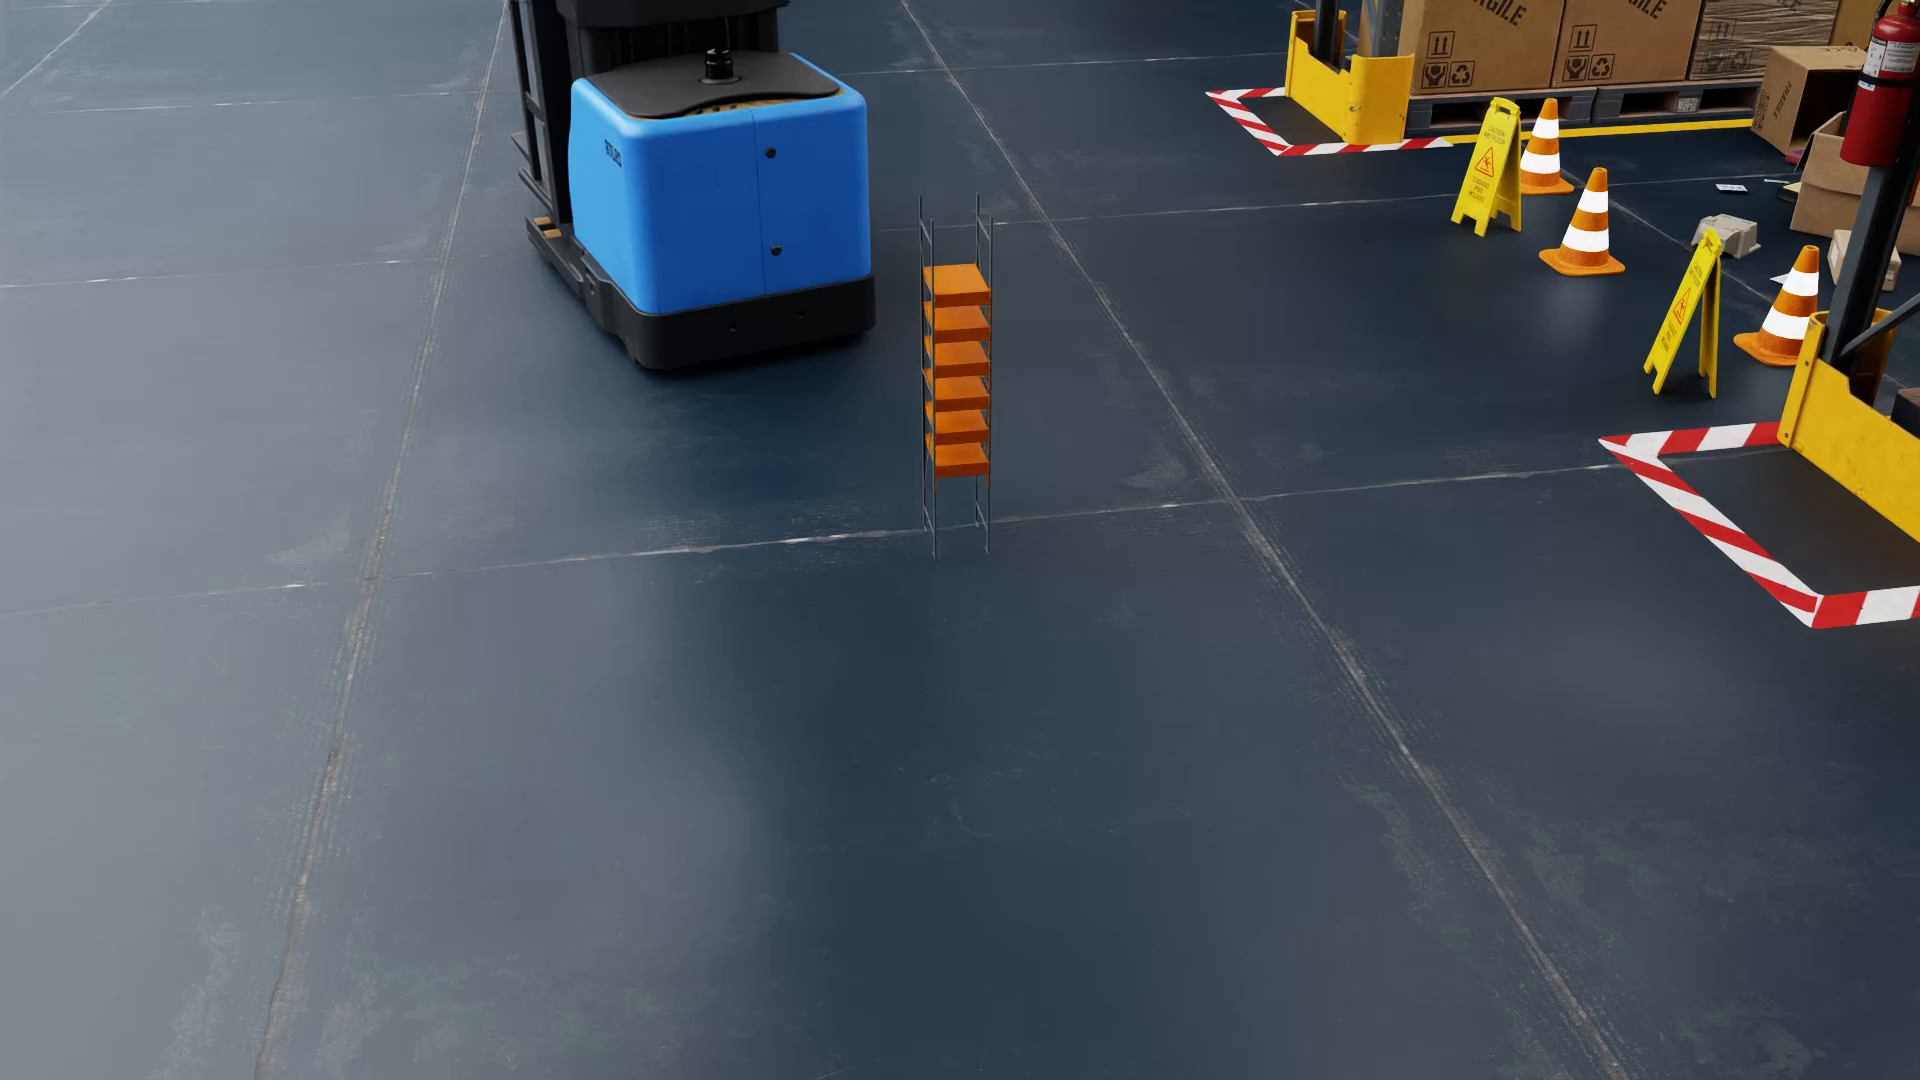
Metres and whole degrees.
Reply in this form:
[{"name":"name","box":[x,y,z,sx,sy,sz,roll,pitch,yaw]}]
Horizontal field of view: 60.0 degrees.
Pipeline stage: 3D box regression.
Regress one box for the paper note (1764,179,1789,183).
[{"name":"paper note","box":[4.453,-1.955,9.065,0.123,0.001,0.032,10,32,17]}]

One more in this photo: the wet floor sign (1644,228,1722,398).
[{"name":"wet floor sign","box":[2.962,-0.926,6.688,0.232,0.644,0.267,5,31,8]}]

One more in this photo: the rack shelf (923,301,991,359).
[{"name":"rack shelf","box":[-0.014,-0.684,5.344,0.180,0.103,0.258,-5,31,-9]}]

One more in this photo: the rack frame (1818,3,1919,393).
[{"name":"rack frame","box":[3.341,-1.424,5.213,0.127,3.000,1.000,-5,31,-9]}]

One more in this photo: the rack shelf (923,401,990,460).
[{"name":"rack shelf","box":[-0.014,-0.374,5.527,0.180,0.103,0.258,-5,31,-9]}]

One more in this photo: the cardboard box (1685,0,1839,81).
[{"name":"cardboard box","box":[4.768,-3.407,10.266,0.875,0.875,0.875,-5,31,-9]}]

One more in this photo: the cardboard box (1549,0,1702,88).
[{"name":"cardboard box","box":[3.871,-3.325,10.127,0.875,0.875,0.875,-6,31,-10]}]

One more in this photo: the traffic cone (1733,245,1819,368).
[{"name":"traffic cone","box":[3.532,-1.013,7.017,0.334,0.463,0.336,-5,31,-9]}]

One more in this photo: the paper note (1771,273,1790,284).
[{"name":"paper note","box":[3.913,-1.223,7.800,0.142,0.019,0.148,-17,34,-26]}]

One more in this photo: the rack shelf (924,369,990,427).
[{"name":"rack shelf","box":[-0.014,-0.478,5.466,0.180,0.103,0.258,-5,31,-9]}]

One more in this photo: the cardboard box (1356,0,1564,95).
[{"name":"cardboard box","box":[3.005,-3.243,9.988,0.875,0.875,0.875,-5,31,-9]}]

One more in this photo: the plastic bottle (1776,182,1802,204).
[{"name":"plastic bottle","box":[4.490,-1.856,8.846,0.283,0.061,0.133,-17,34,-26]}]

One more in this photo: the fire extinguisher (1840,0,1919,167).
[{"name":"fire extinguisher","box":[3.146,-1.610,5.606,0.183,0.674,0.296,-5,31,-9]}]

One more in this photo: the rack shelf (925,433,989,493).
[{"name":"rack shelf","box":[-0.014,-0.271,5.588,0.180,0.103,0.258,-5,31,-9]}]

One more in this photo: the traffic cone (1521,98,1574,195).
[{"name":"traffic cone","box":[3.128,-2.130,8.916,0.334,0.463,0.336,-5,31,-9]}]

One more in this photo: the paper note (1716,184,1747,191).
[{"name":"paper note","box":[4.158,-1.896,8.945,0.142,0.017,0.144,5,31,8]}]

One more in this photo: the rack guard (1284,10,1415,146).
[{"name":"rack guard","box":[2.327,-2.804,10.025,0.348,0.500,1.175,-5,31,-9]}]

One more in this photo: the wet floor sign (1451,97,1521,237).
[{"name":"wet floor sign","box":[2.678,-1.879,8.308,0.232,0.644,0.267,-11,32,-17]}]

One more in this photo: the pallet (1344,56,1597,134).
[{"name":"pallet","box":[3.123,-2.793,10.292,1.213,0.211,1.003,-5,31,-9]}]

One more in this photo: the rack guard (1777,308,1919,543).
[{"name":"rack guard","box":[3.416,-0.354,5.859,0.348,0.500,1.175,-5,31,-9]}]

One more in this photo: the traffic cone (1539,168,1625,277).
[{"name":"traffic cone","box":[2.998,-1.536,7.905,0.334,0.463,0.336,-5,31,-9]}]

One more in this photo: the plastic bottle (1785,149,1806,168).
[{"name":"plastic bottle","box":[4.770,-2.108,9.274,0.133,0.061,0.283,-17,34,-26]}]

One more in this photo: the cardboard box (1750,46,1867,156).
[{"name":"cardboard box","box":[4.943,-2.519,9.538,0.500,0.500,0.500,0,30,0]}]

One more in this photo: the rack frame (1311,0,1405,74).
[{"name":"rack frame","box":[2.350,-3.883,9.395,0.127,3.000,1.000,-5,31,-9]}]

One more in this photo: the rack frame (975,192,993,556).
[{"name":"rack frame","box":[0.076,-0.524,5.458,0.006,1.200,0.240,-5,31,-9]}]

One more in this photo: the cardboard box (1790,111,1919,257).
[{"name":"cardboard box","box":[4.613,-1.771,8.265,0.797,0.503,0.637,23,37,33]}]

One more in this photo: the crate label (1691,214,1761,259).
[{"name":"crate label","box":[3.760,-1.498,8.162,0.298,0.136,0.250,-23,38,-34]}]

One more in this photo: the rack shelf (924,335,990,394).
[{"name":"rack shelf","box":[-0.014,-0.581,5.405,0.180,0.103,0.258,-5,31,-9]}]

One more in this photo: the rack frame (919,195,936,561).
[{"name":"rack frame","box":[-0.104,-0.508,5.429,0.006,1.200,0.240,-5,31,-9]}]

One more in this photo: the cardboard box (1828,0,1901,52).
[{"name":"cardboard box","box":[5.654,-3.491,10.410,0.875,0.875,0.875,-5,31,-8]}]

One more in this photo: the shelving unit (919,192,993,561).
[{"name":"shelving unit","box":[-0.014,-0.516,5.444,0.189,1.200,0.258,-5,31,-9]}]

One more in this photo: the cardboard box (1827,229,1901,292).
[{"name":"cardboard box","box":[4.266,-1.322,7.852,0.250,0.149,0.380,10,32,17]}]

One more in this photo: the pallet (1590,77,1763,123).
[{"name":"pallet","box":[4.320,-2.903,10.479,1.213,0.211,1.003,-5,31,-9]}]

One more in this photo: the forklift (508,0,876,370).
[{"name":"forklift","box":[-1.472,-2.683,7.421,1.130,2.935,3.031,-14,33,-23]}]

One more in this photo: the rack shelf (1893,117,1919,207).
[{"name":"rack shelf","box":[5.309,-1.297,5.706,4.000,0.370,1.077,-5,31,-9]}]

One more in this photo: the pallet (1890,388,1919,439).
[{"name":"pallet","box":[4.222,-0.286,6.028,1.213,0.211,1.003,-5,31,-9]}]

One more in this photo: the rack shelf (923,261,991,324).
[{"name":"rack shelf","box":[-0.014,-0.788,5.284,0.180,0.103,0.258,-5,31,-9]}]
